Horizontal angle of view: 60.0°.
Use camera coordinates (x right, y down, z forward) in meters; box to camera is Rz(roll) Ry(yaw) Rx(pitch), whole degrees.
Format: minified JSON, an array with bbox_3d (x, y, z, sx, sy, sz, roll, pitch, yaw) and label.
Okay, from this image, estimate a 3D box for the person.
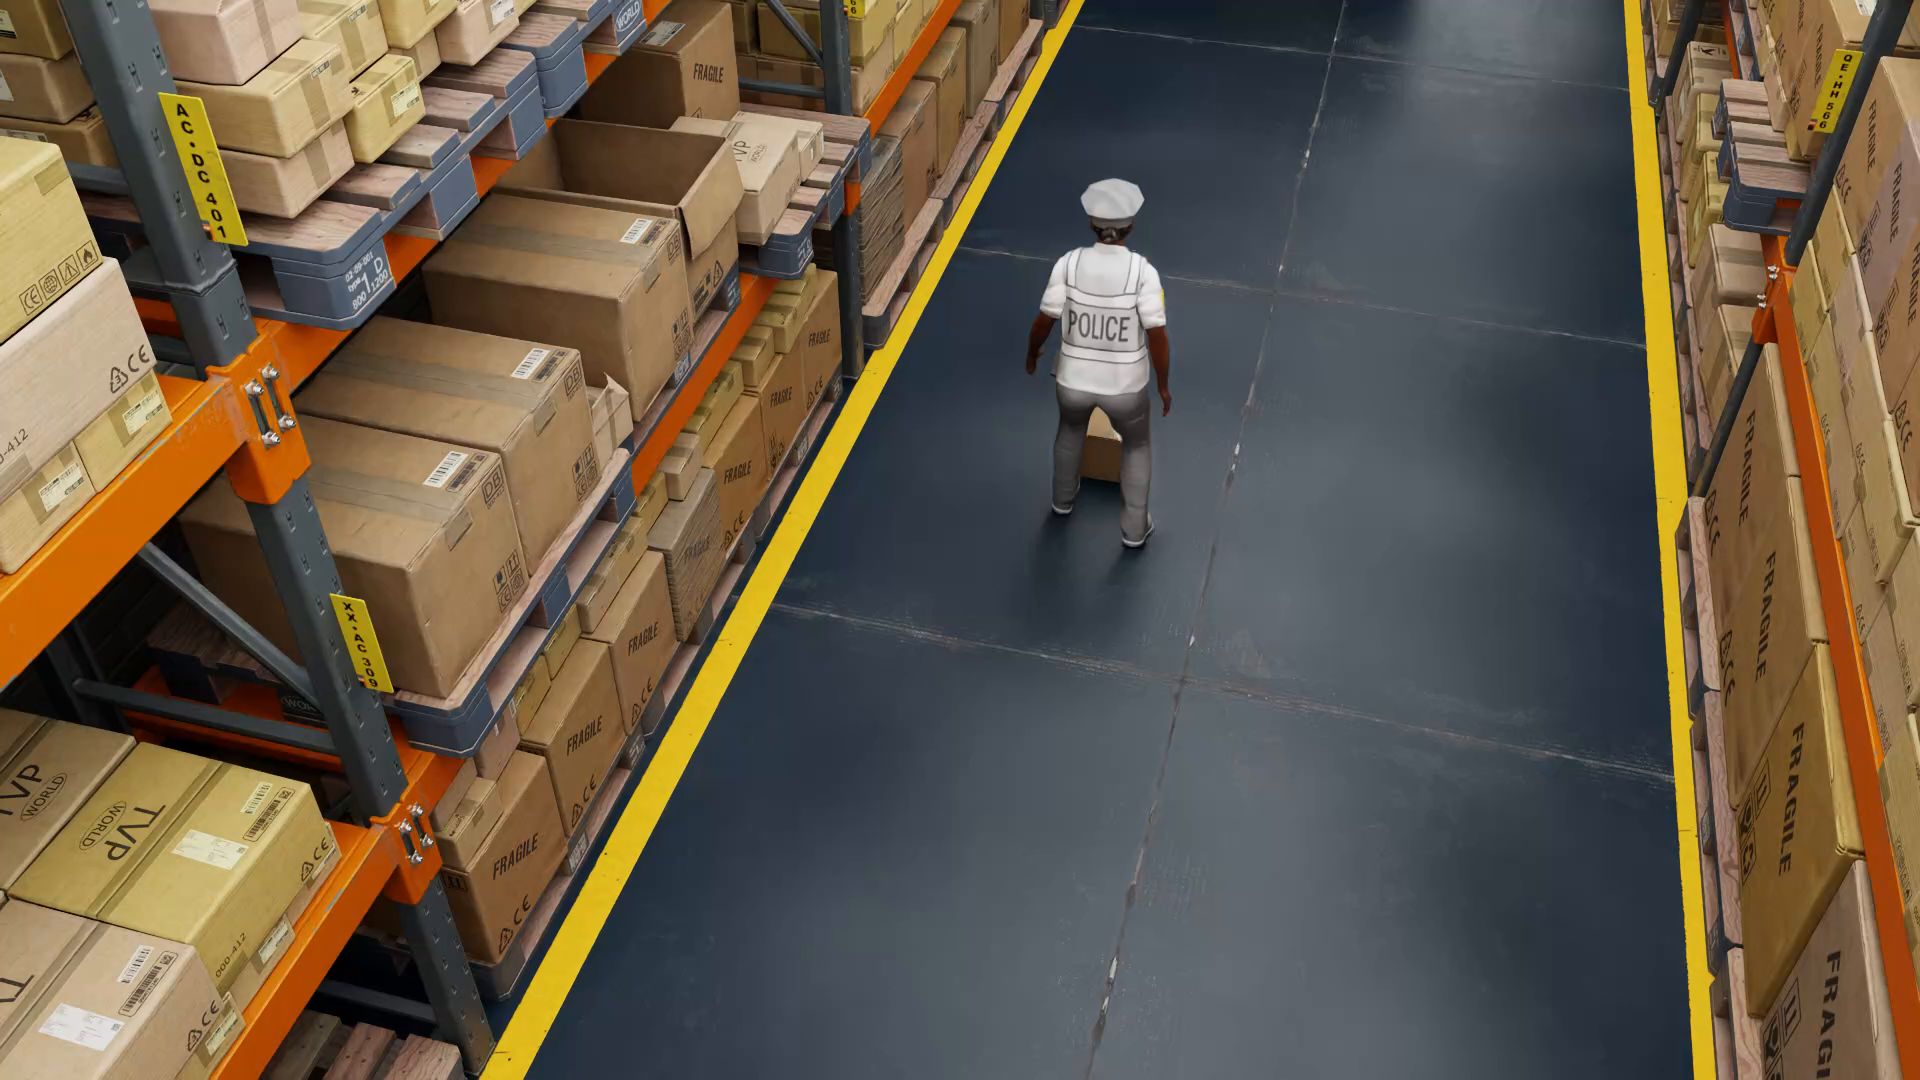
[{"bbox_3d":[0.588,-0.700,7.008,0.646,1.630,0.525,10,42,12],"label":"person"}]
